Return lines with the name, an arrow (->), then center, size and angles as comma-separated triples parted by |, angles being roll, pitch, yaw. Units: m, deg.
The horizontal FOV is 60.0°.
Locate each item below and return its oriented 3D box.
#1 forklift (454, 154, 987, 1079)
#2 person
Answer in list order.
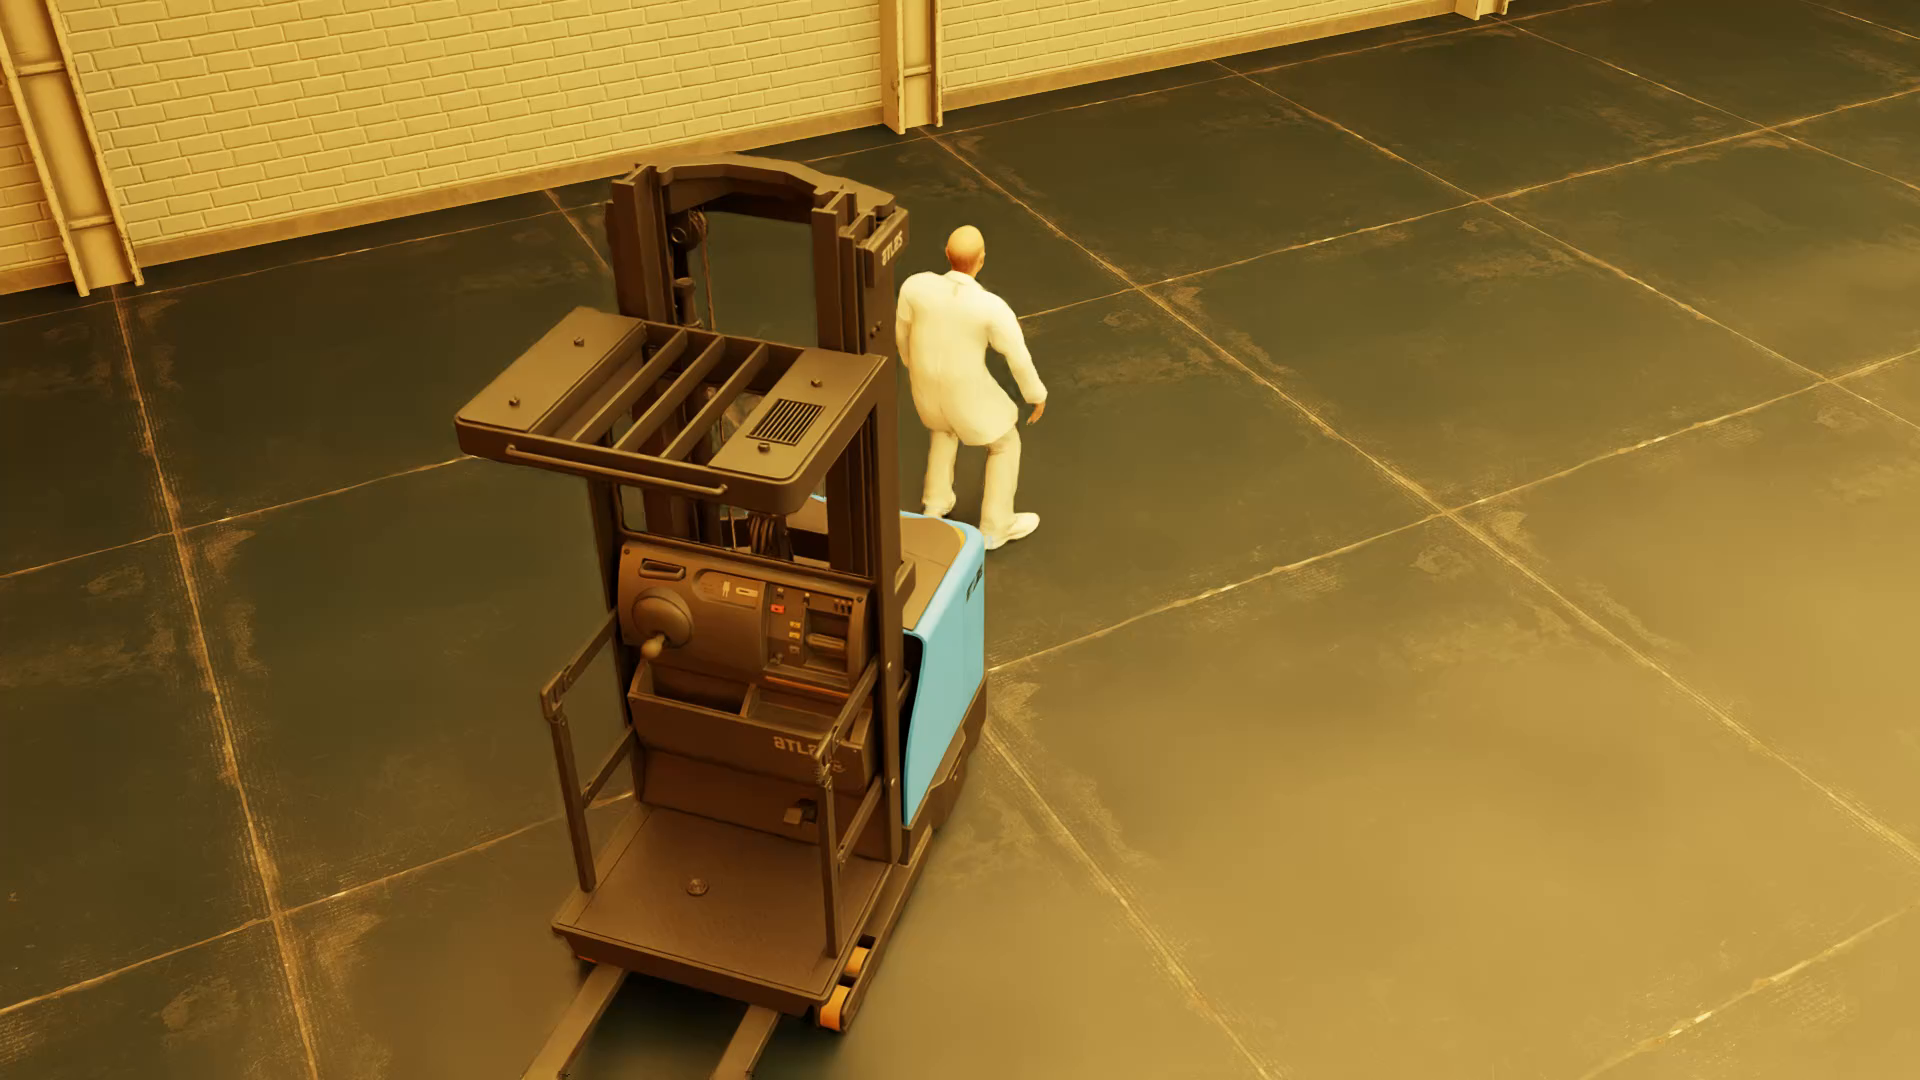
forklift -> -0.833, 0.338, 5.645 | 1.130, 2.935, 3.031 | 11, 37, 15
person -> 0.046, -0.773, 8.276 | 0.777, 1.708, 0.464 | 15, 38, 20
